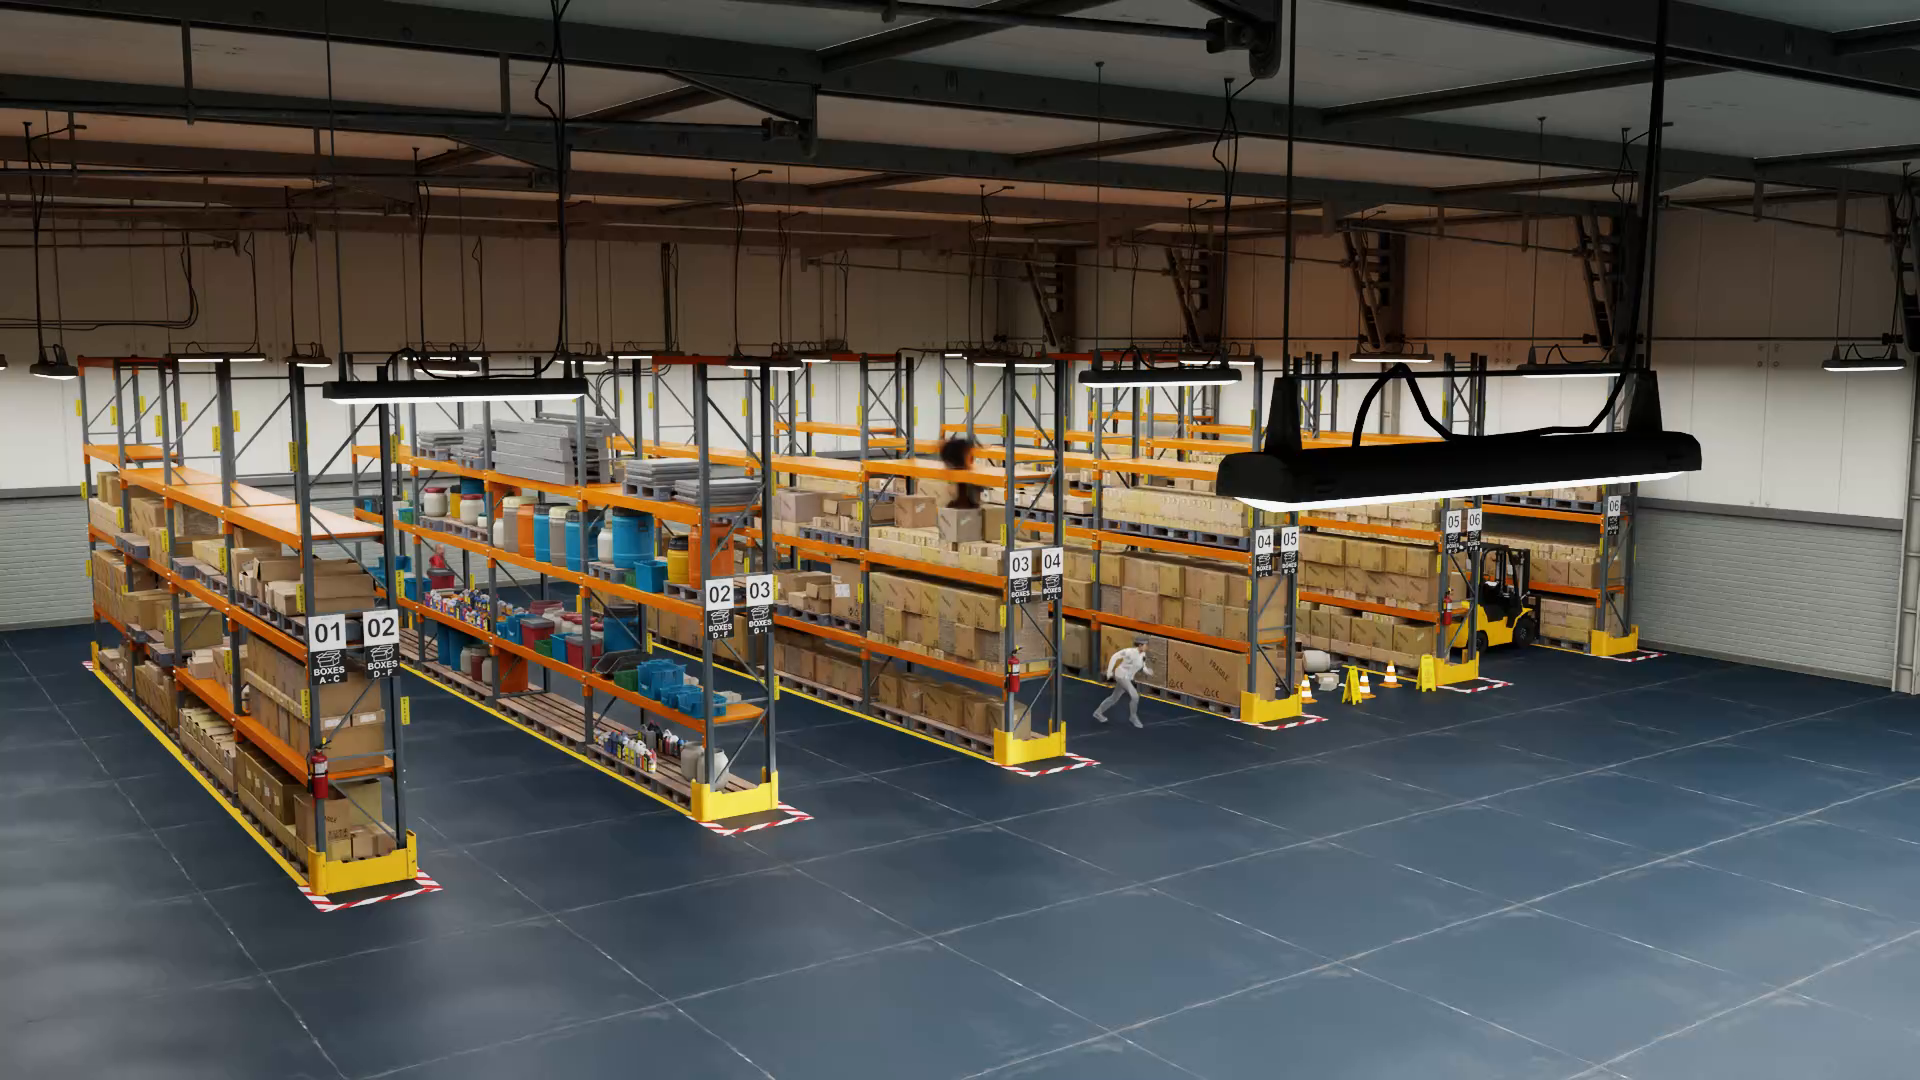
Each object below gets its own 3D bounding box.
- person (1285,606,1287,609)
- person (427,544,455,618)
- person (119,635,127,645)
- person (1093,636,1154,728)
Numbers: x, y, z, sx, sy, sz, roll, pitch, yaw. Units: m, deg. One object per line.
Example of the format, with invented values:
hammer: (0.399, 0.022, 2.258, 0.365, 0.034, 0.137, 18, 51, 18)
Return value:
person: (7.150, 0.858, 38.493, 0.940, 1.659, 0.598, 6, 9, 39)
person: (-11.792, 0.930, 37.735, 0.624, 1.683, 0.755, -1, 7, -11)
person: (-16.405, 1.459, 33.295, 0.888, 1.659, 0.623, -3, 7, -20)
person: (2.679, 2.281, 27.188, 1.049, 1.501, 0.608, 5, 8, 34)
